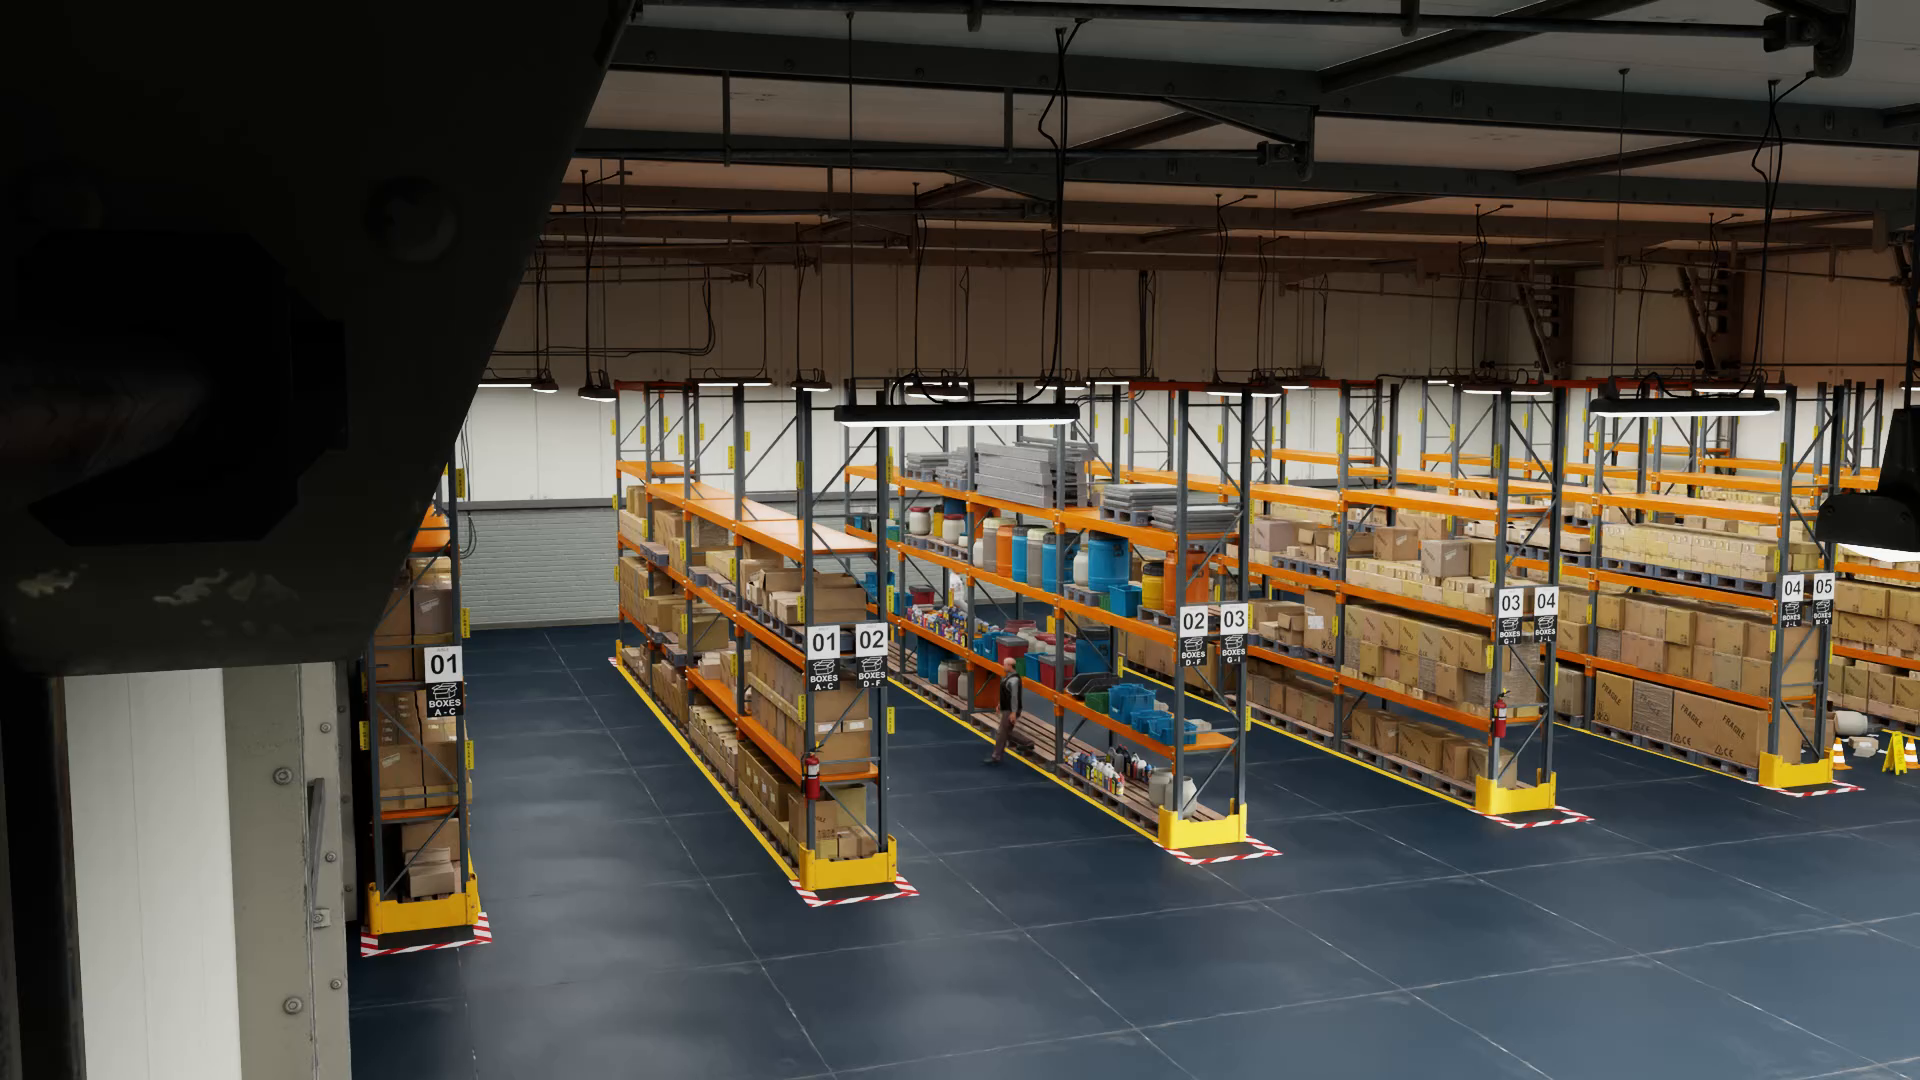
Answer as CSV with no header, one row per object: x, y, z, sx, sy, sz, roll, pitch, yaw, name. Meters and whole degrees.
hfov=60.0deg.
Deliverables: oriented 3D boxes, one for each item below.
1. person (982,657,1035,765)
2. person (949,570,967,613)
0.772,2.700,26.373,0.843,1.700,0.561,0,6,2,person
-0.073,1.359,39.253,0.979,1.655,0.524,0,6,-2,person
